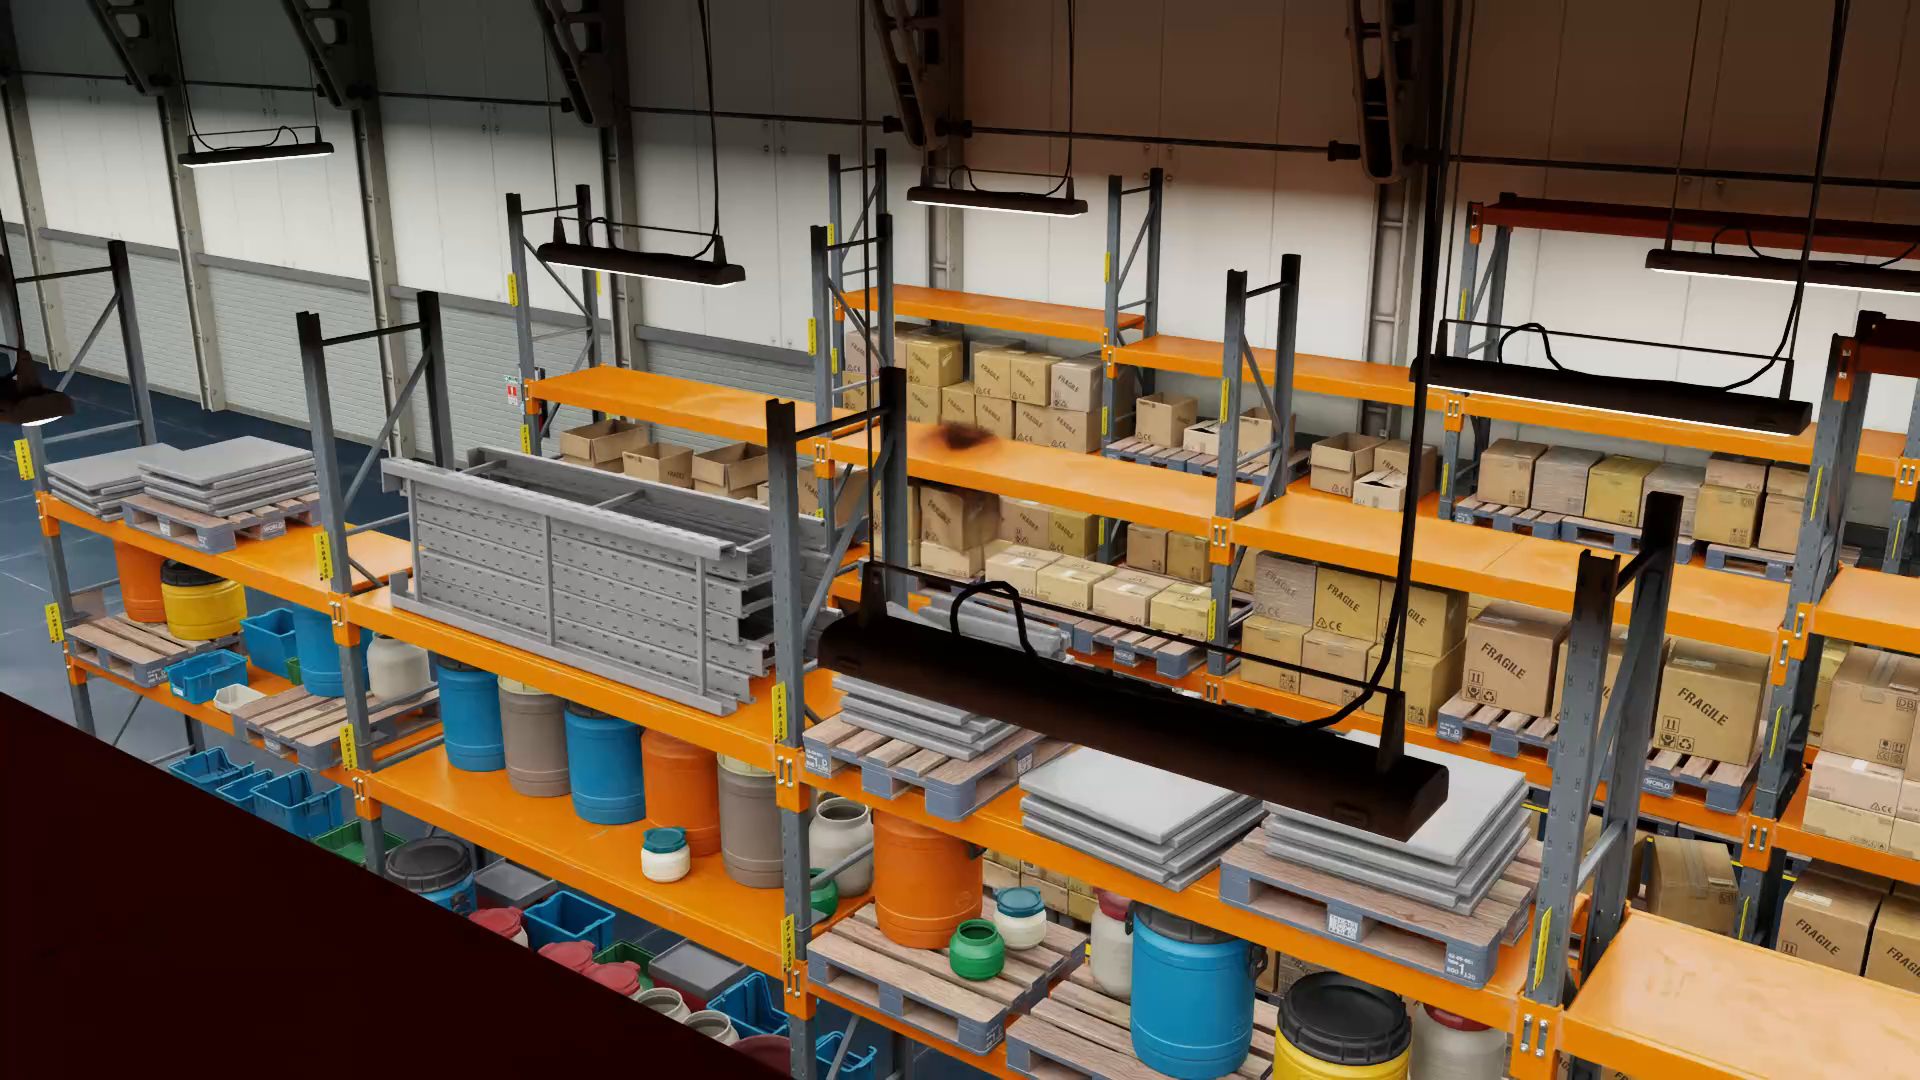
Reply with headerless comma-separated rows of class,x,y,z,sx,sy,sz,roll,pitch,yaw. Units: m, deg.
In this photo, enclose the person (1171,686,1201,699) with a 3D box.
person,2.370,1.643,17.625,0.578,1.660,0.560,1,19,4
